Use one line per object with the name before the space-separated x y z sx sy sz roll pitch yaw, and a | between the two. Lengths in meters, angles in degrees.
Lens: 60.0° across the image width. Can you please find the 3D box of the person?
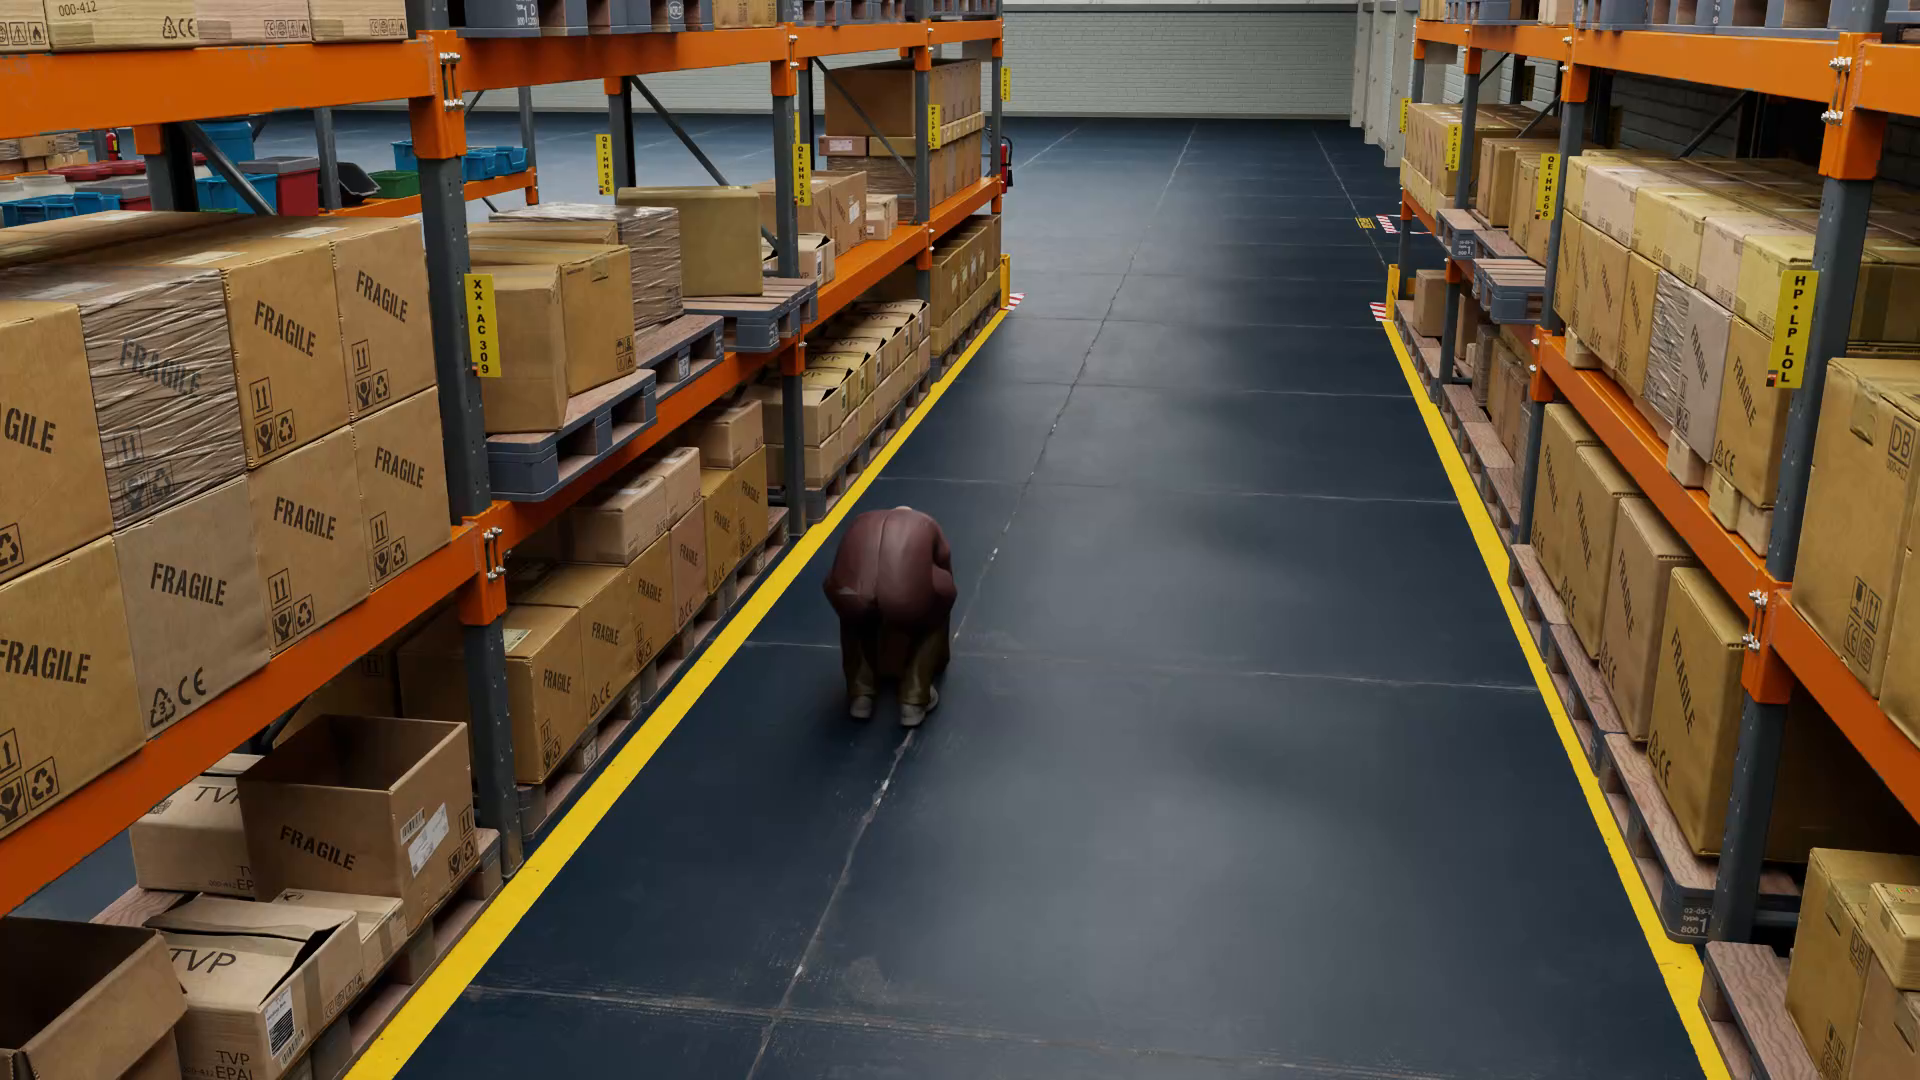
person | -0.287 0.282 7.200 0.585 0.898 0.952 2 18 7
